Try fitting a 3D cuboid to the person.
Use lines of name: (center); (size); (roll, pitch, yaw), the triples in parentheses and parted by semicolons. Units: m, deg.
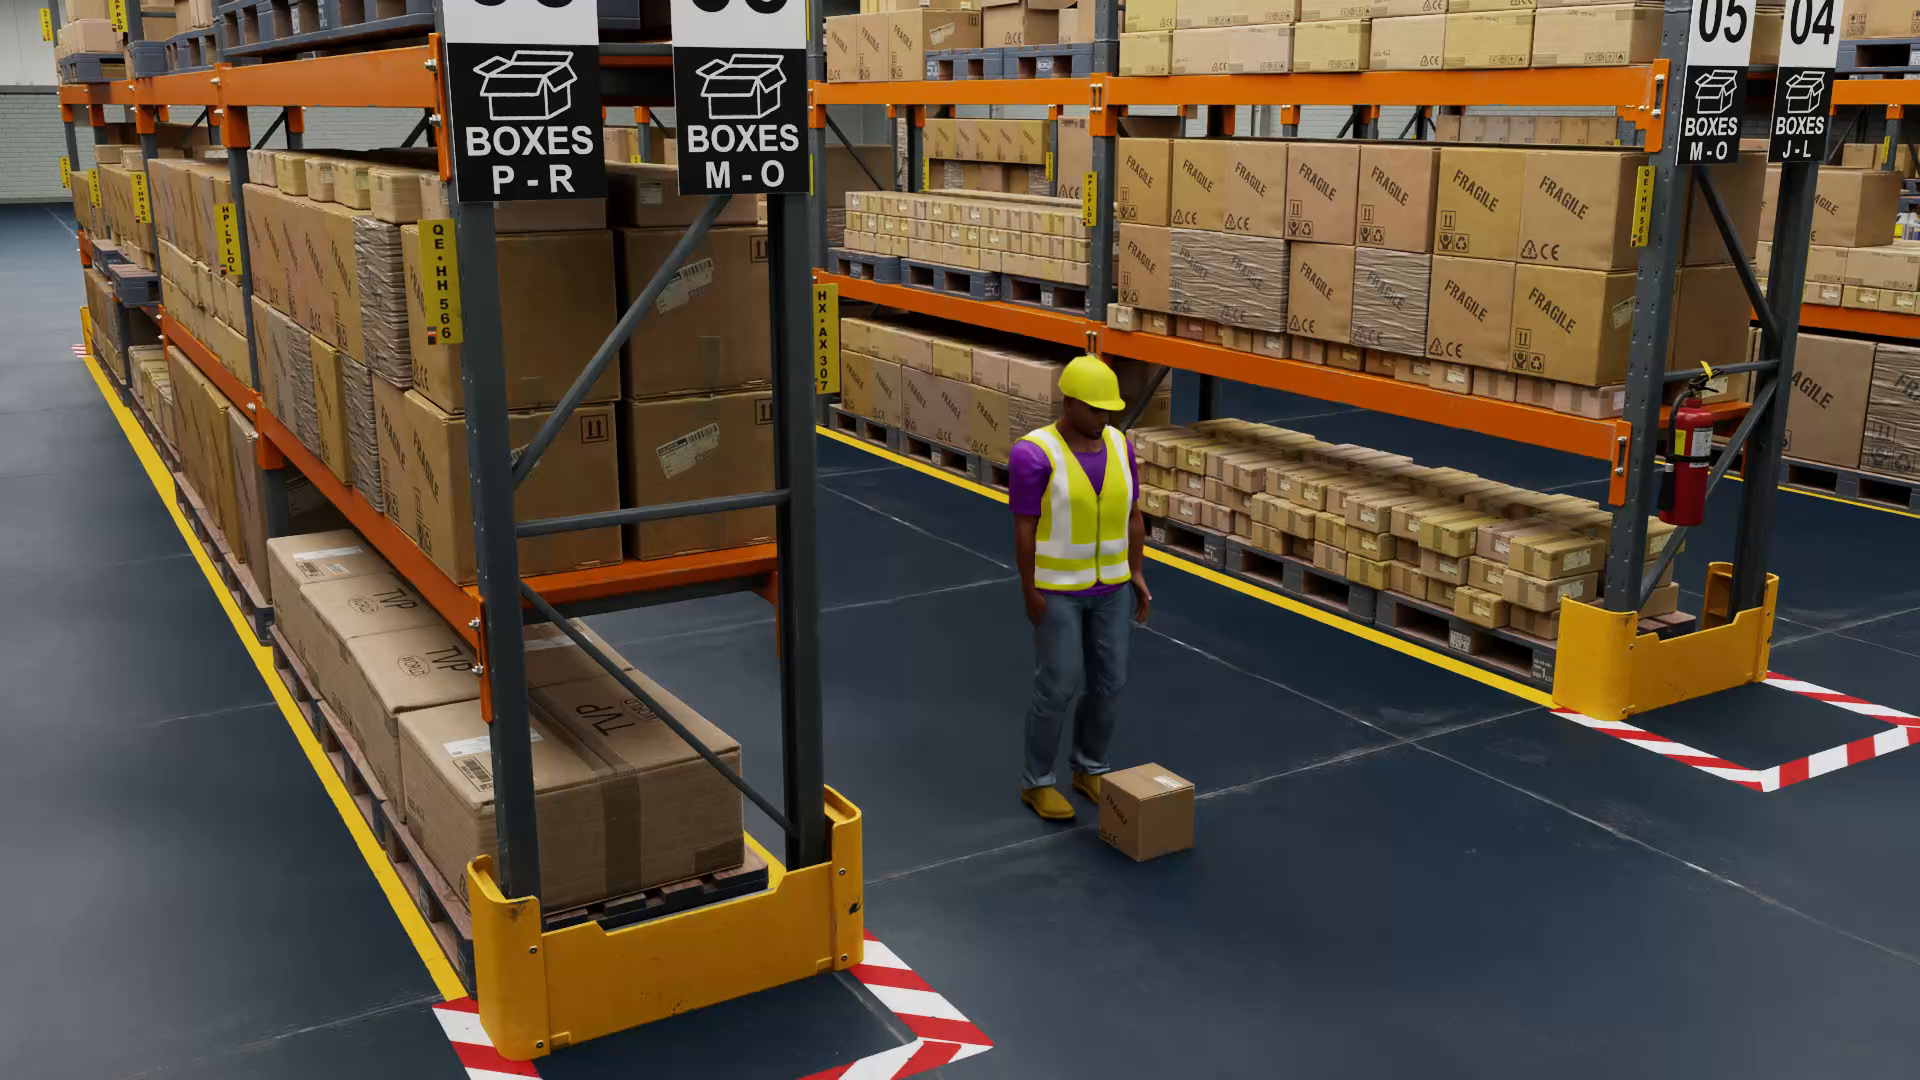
person: (0.460, 0.173, 6.332); (0.568, 1.762, 0.371); (-8, 17, -29)
